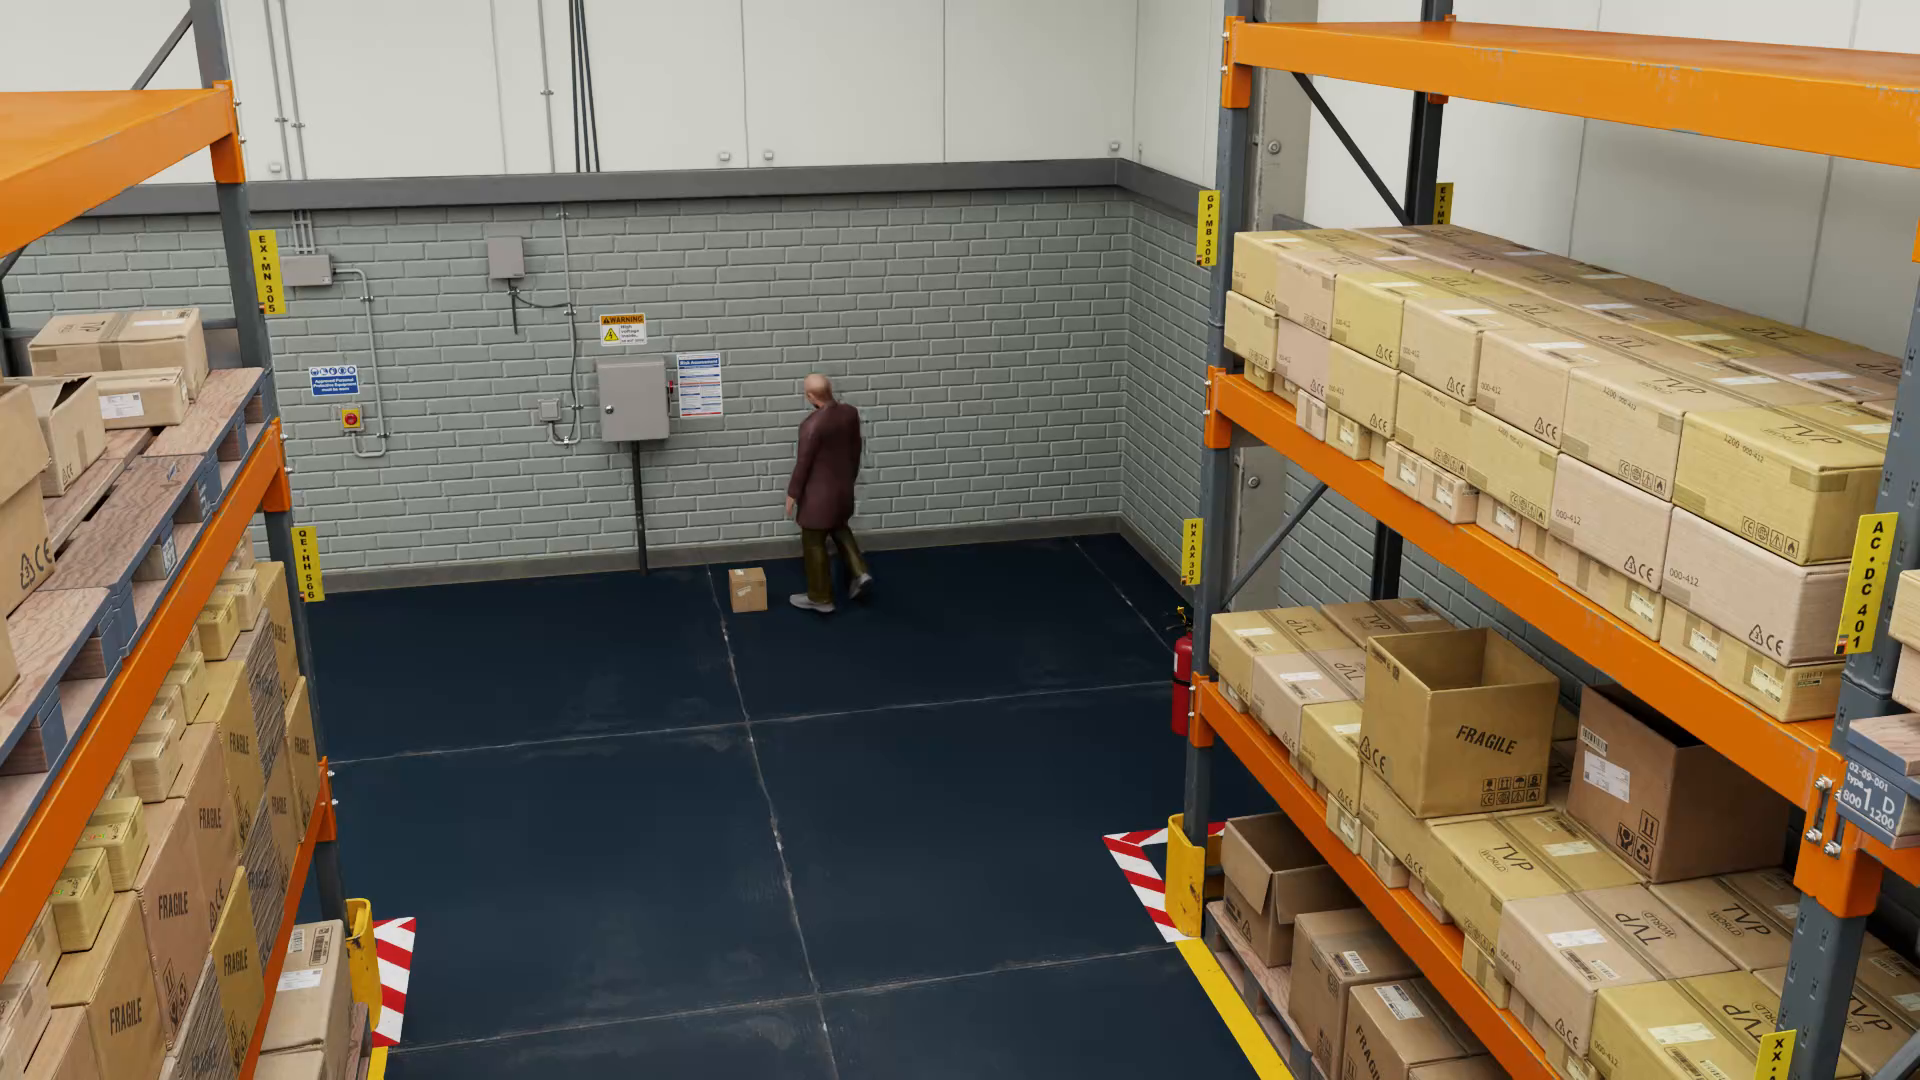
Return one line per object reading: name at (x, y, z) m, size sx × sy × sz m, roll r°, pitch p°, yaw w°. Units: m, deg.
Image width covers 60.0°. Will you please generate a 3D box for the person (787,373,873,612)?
person at (-0.959, -0.338, 12.032) m, size 0.515 × 1.792 × 0.620 m, roll 15°, pitch 24°, yaw 36°
